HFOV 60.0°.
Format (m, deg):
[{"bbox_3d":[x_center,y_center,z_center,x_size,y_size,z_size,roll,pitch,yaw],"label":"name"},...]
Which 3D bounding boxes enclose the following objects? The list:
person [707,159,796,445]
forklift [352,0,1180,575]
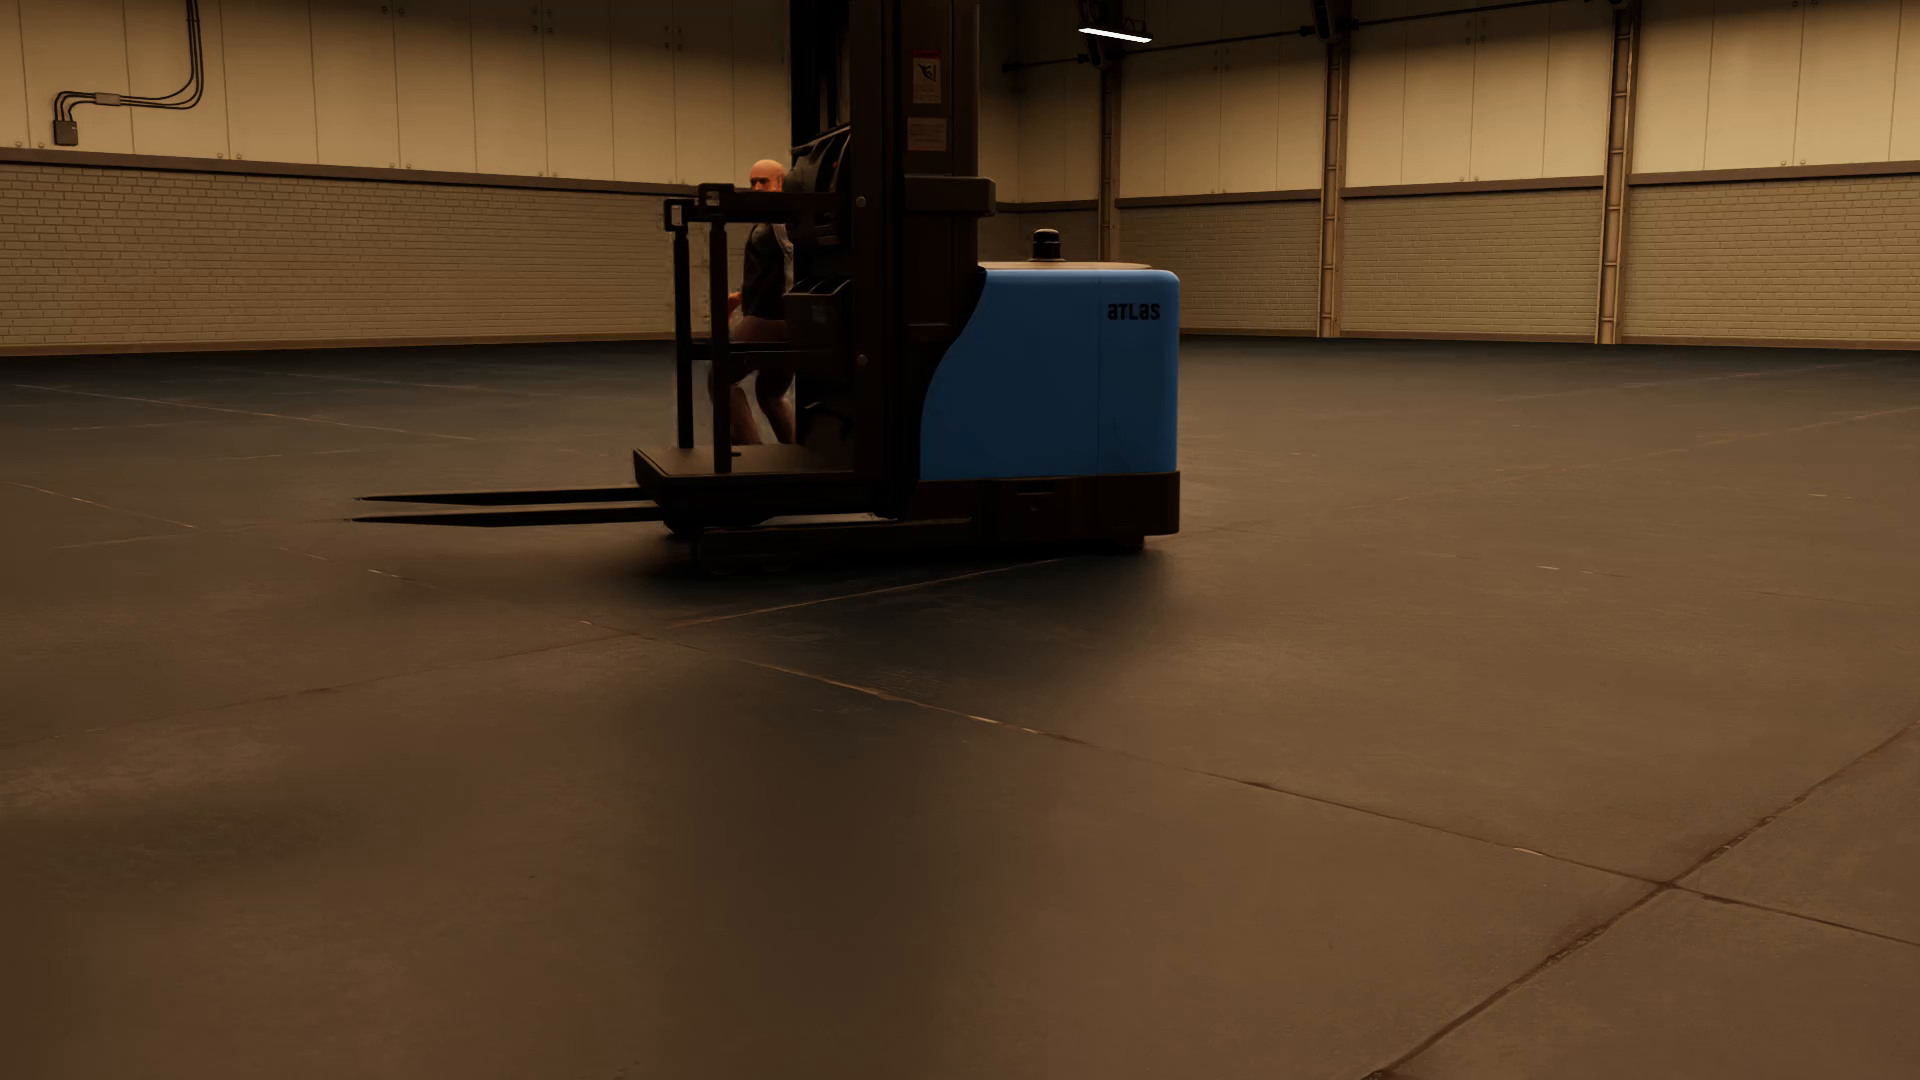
[{"bbox_3d":[-0.949,-1.084,8.523,0.746,1.701,0.655,4,9,24],"label":"person"},{"bbox_3d":[-0.726,-1.412,6.250,3.031,2.935,1.130,-3,9,-17],"label":"forklift"}]
